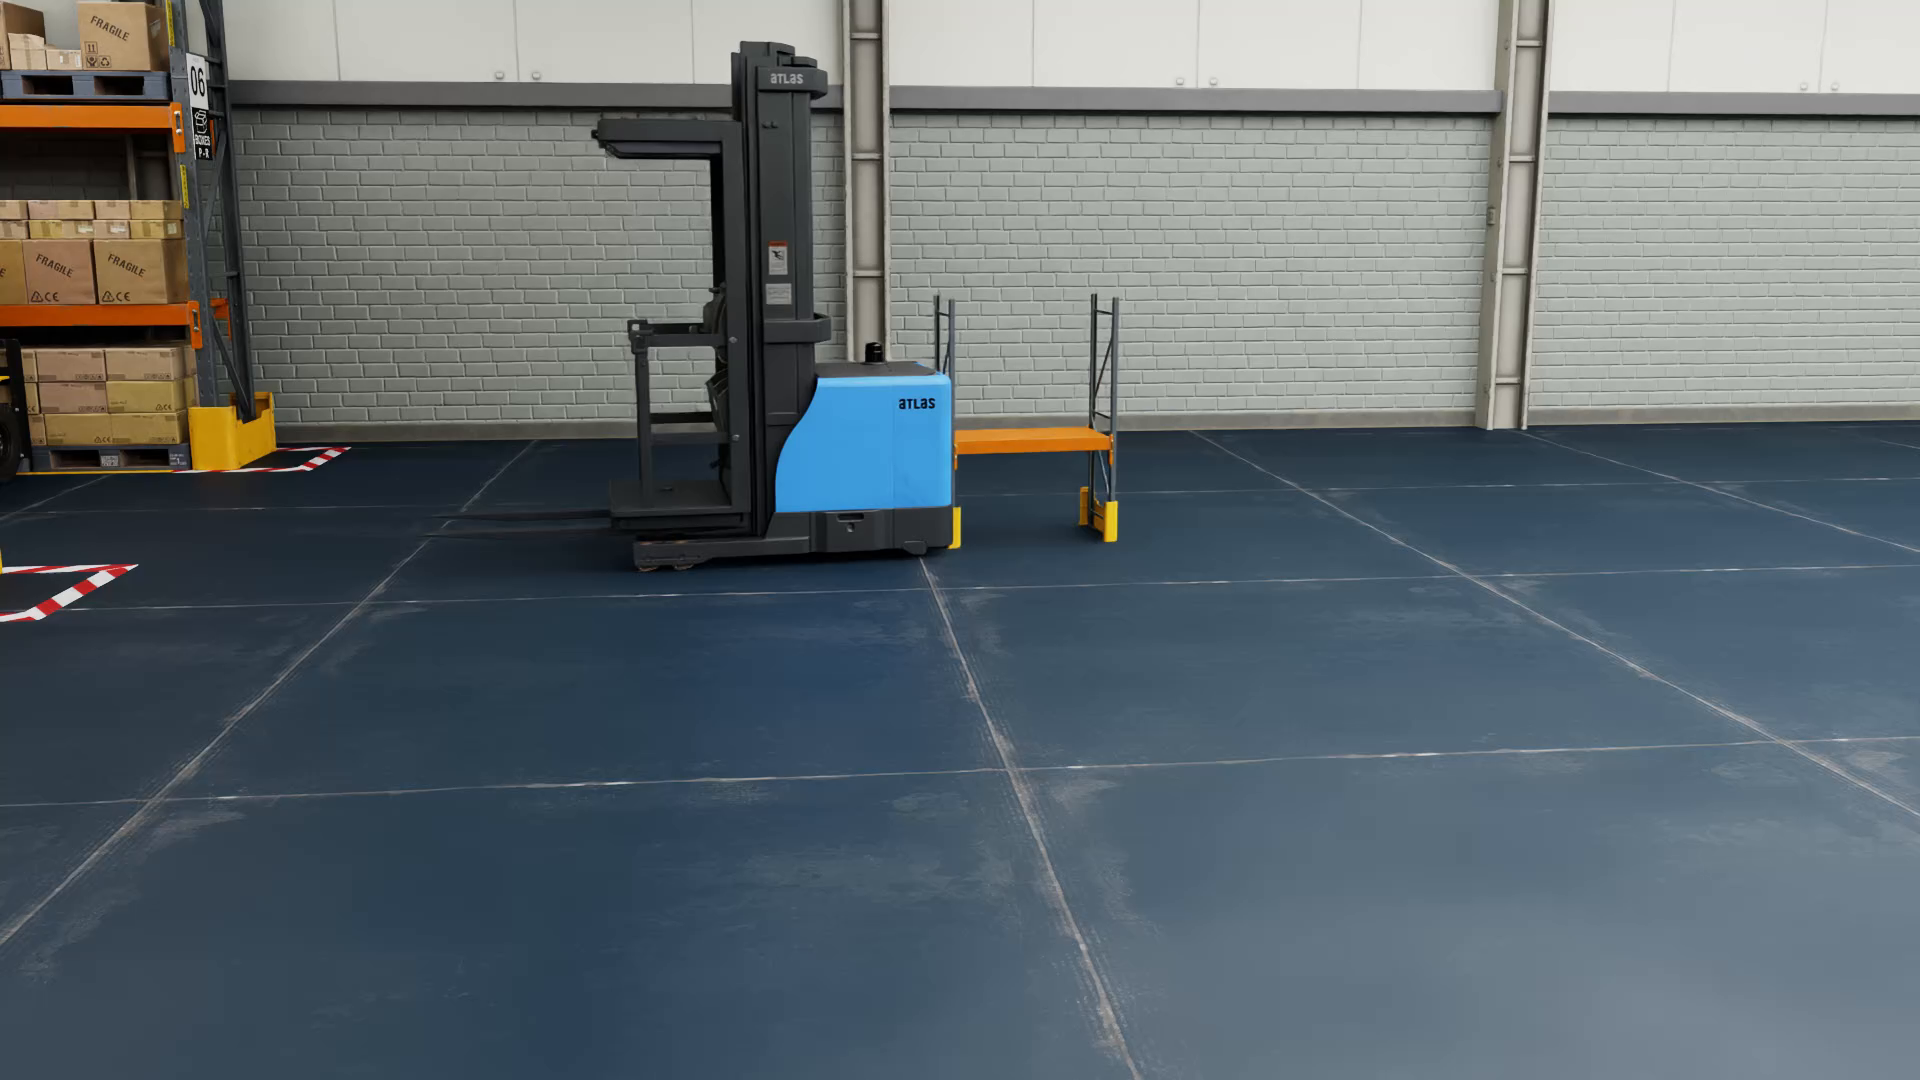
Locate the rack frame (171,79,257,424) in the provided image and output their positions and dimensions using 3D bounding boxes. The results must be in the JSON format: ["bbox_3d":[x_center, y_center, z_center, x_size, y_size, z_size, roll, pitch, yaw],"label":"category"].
[{"bbox_3d":[-6.003,-2.134,13.447,0.127,3.000,1.000,-1,11,-6],"label":"rack frame"}]

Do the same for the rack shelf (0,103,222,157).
[{"bbox_3d":[-7.991,-3.211,13.015,4.000,0.370,1.077,-1,11,-6],"label":"rack shelf"}]

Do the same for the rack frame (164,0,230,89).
[{"bbox_3d":[-6.003,-5.078,12.868,0.127,3.000,1.000,-1,11,-6],"label":"rack frame"}]

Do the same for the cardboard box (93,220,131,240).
[{"bbox_3d":[-6.568,-2.429,13.009,0.250,0.149,0.380,-1,11,-5],"label":"cardboard box"}]

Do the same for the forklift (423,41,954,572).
[{"bbox_3d":[-1.609,-1.370,9.738,3.031,2.935,1.130,-2,11,-12],"label":"forklift"}]

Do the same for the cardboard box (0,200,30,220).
[{"bbox_3d":[-7.338,-2.560,12.902,0.250,0.149,0.380,-1,11,-5],"label":"cardboard box"}]

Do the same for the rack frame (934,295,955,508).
[{"bbox_3d":[-0.097,-0.741,10.248,0.032,1.500,0.500,-2,11,-12],"label":"rack frame"}]

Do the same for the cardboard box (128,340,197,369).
[{"bbox_3d":[-6.501,-1.508,13.709,0.500,0.250,0.500,-1,11,-7],"label":"cardboard box"}]

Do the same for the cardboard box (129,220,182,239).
[{"bbox_3d":[-6.317,-2.440,13.065,0.250,0.149,0.380,-1,11,-5],"label":"cardboard box"}]

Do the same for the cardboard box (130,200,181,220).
[{"bbox_3d":[-6.336,-2.599,13.103,0.250,0.149,0.380,-1,11,-6],"label":"cardboard box"}]

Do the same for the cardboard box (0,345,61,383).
[{"bbox_3d":[-7.435,-1.388,13.099,0.500,0.250,0.500,-1,11,-5],"label":"cardboard box"}]

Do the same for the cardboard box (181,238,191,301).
[{"bbox_3d":[-6.525,-2.226,13.656,0.500,0.500,0.500,-1,11,-4],"label":"cardboard box"}]

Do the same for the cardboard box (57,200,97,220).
[{"bbox_3d":[-6.835,-2.578,12.992,0.250,0.149,0.380,-1,11,-5],"label":"cardboard box"}]

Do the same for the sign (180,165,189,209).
[{"bbox_3d":[-5.958,-2.714,12.782,0.005,0.325,0.100,-1,11,-6],"label":"sign"}]

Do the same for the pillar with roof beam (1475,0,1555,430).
[{"bbox_3d":[5.602,-4.660,10.746,0.400,9.000,9.100,-1,11,-6],"label":"pillar with roof beam"}]

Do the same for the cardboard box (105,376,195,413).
[{"bbox_3d":[-6.453,-1.166,13.267,0.500,0.250,0.500,-1,11,-7],"label":"cardboard box"}]

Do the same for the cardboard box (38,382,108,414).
[{"bbox_3d":[-6.953,-1.158,13.224,0.500,0.250,0.500,-1,11,-7],"label":"cardboard box"}]

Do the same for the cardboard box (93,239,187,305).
[{"bbox_3d":[-6.464,-2.122,13.129,0.500,0.500,0.500,-1,11,-7],"label":"cardboard box"}]

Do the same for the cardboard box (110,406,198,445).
[{"bbox_3d":[-6.436,-0.921,13.314,0.500,0.250,0.500,-1,11,-6],"label":"cardboard box"}]

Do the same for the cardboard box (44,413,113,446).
[{"bbox_3d":[-6.931,-0.912,13.270,0.500,0.250,0.500,-1,11,-6],"label":"cardboard box"}]

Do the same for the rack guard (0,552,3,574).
[{"bbox_3d":[-5.539,0.046,8.838,0.348,0.500,1.175,-1,11,-6],"label":"rack guard"}]

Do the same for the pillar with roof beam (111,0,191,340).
[{"bbox_3d":[-6.327,-4.410,9.474,0.400,9.000,9.100,-1,11,-6],"label":"pillar with roof beam"}]

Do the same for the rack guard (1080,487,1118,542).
[{"bbox_3d":[0.879,-0.168,10.573,0.087,0.250,0.587,-2,11,-12],"label":"rack guard"}]

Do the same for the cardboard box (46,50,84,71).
[{"bbox_3d":[-6.794,-3.662,12.748,0.250,0.149,0.380,-2,11,-8],"label":"cardboard box"}]

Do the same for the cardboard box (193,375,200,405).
[{"bbox_3d":[-6.493,-1.266,13.776,0.500,0.250,0.500,-1,11,-5],"label":"cardboard box"}]

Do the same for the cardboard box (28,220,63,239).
[{"bbox_3d":[-7.080,-2.433,13.026,0.250,0.149,0.380,-1,11,-6],"label":"cardboard box"}]

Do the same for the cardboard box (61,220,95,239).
[{"bbox_3d":[-6.833,-2.436,13.041,0.250,0.149,0.380,-1,11,-5],"label":"cardboard box"}]

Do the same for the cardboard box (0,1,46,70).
[{"bbox_3d":[-7.446,-3.852,12.802,0.500,0.500,0.700,-1,11,-6],"label":"cardboard box"}]

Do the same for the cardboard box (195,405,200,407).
[{"bbox_3d":[-6.512,-1.018,13.810,0.500,0.250,0.500,-1,11,-6],"label":"cardboard box"}]

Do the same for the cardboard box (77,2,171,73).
[{"bbox_3d":[-6.417,-3.854,12.813,0.500,0.500,0.500,-1,11,-4],"label":"cardboard box"}]

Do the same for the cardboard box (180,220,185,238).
[{"bbox_3d":[-6.368,-2.544,13.592,0.250,0.149,0.380,-1,11,-8],"label":"cardboard box"}]

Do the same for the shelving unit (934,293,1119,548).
[{"bbox_3d":[0.392,-0.761,10.350,1.083,1.500,0.587,-2,11,-12],"label":"shelving unit"}]

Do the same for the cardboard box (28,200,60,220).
[{"bbox_3d":[-7.091,-2.587,13.038,0.250,0.149,0.380,-1,11,-6],"label":"cardboard box"}]

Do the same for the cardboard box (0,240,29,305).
[{"bbox_3d":[-7.490,-2.103,13.028,0.500,0.500,0.500,-1,11,-7],"label":"cardboard box"}]

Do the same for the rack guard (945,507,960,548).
[{"bbox_3d":[-0.095,-0.128,10.369,0.087,0.250,0.587,-2,11,-12],"label":"rack guard"}]

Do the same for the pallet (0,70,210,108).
[{"bbox_3d":[-6.709,-3.553,13.117,1.213,0.211,1.003,-1,11,-6],"label":"pallet"}]

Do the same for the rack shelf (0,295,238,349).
[{"bbox_3d":[-7.991,-1.739,13.304,4.000,0.370,1.077,-1,11,-6],"label":"rack shelf"}]

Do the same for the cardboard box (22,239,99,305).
[{"bbox_3d":[-6.981,-2.113,13.083,0.500,0.500,0.500,-1,11,-4],"label":"cardboard box"}]

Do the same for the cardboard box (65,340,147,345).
[{"bbox_3d":[-6.997,-1.497,13.653,0.500,0.250,0.500,-1,11,-6],"label":"cardboard box"}]

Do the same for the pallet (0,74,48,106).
[{"bbox_3d":[-7.924,-3.527,12.984,1.213,0.211,1.003,-1,11,-6],"label":"pallet"}]

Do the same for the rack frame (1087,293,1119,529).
[{"bbox_3d":[0.898,-0.782,10.456,0.032,1.500,0.500,-2,11,-12],"label":"rack frame"}]

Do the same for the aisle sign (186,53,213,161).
[{"bbox_3d":[-5.906,-3.355,12.917,0.004,0.787,0.394,-1,11,-6],"label":"aisle sign"}]

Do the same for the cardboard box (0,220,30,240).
[{"bbox_3d":[-7.341,-2.418,12.951,0.250,0.149,0.380,-2,11,-8],"label":"cardboard box"}]

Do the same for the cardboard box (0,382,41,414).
[{"bbox_3d":[-7.464,-1.143,13.149,0.500,0.250,0.500,-1,11,-7],"label":"cardboard box"}]

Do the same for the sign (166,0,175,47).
[{"bbox_3d":[-5.958,-3.897,12.549,0.005,0.325,0.100,-1,11,-6],"label":"sign"}]

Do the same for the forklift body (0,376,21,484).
[{"bbox_3d":[-7.691,-1.328,11.548,1.214,2.155,2.313,-1,11,-6],"label":"forklift body"}]

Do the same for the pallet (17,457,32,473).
[{"bbox_3d":[-7.969,-0.717,13.468,1.213,0.211,1.003,-1,11,-6],"label":"pallet"}]

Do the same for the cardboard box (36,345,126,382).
[{"bbox_3d":[-6.934,-1.400,13.162,0.500,0.250,0.500,-1,11,-5],"label":"cardboard box"}]

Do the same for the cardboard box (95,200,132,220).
[{"bbox_3d":[-6.578,-2.588,13.046,0.250,0.149,0.380,-1,11,-6],"label":"cardboard box"}]

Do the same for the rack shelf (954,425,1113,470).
[{"bbox_3d":[0.401,-0.585,10.387,1.000,0.185,0.538,-2,11,-12],"label":"rack shelf"}]

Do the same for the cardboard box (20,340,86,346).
[{"bbox_3d":[-7.496,-1.488,13.610,0.500,0.250,0.500,-1,11,-6],"label":"cardboard box"}]

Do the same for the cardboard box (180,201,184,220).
[{"bbox_3d":[-6.360,-2.681,13.519,0.250,0.149,0.380,-1,11,-7],"label":"cardboard box"}]

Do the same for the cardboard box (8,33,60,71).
[{"bbox_3d":[-7.046,-3.714,12.710,0.258,0.266,0.396,-1,11,-6],"label":"cardboard box"}]

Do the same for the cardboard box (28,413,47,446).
[{"bbox_3d":[-7.430,-0.903,13.226,0.500,0.250,0.500,-1,11,-5],"label":"cardboard box"}]

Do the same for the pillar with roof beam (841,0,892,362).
[{"bbox_3d":[-0.363,-4.535,10.110,0.400,9.000,9.100,-1,11,-6],"label":"pillar with roof beam"}]

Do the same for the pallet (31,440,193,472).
[{"bbox_3d":[-6.759,-0.742,13.594,1.213,0.211,1.003,-1,11,-6],"label":"pallet"}]

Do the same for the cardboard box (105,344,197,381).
[{"bbox_3d":[-6.427,-1.412,13.222,0.500,0.250,0.500,-1,11,-4],"label":"cardboard box"}]

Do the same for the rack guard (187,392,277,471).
[{"bbox_3d":[-5.979,-0.908,13.691,0.348,0.500,1.175,-1,11,-6],"label":"rack guard"}]
